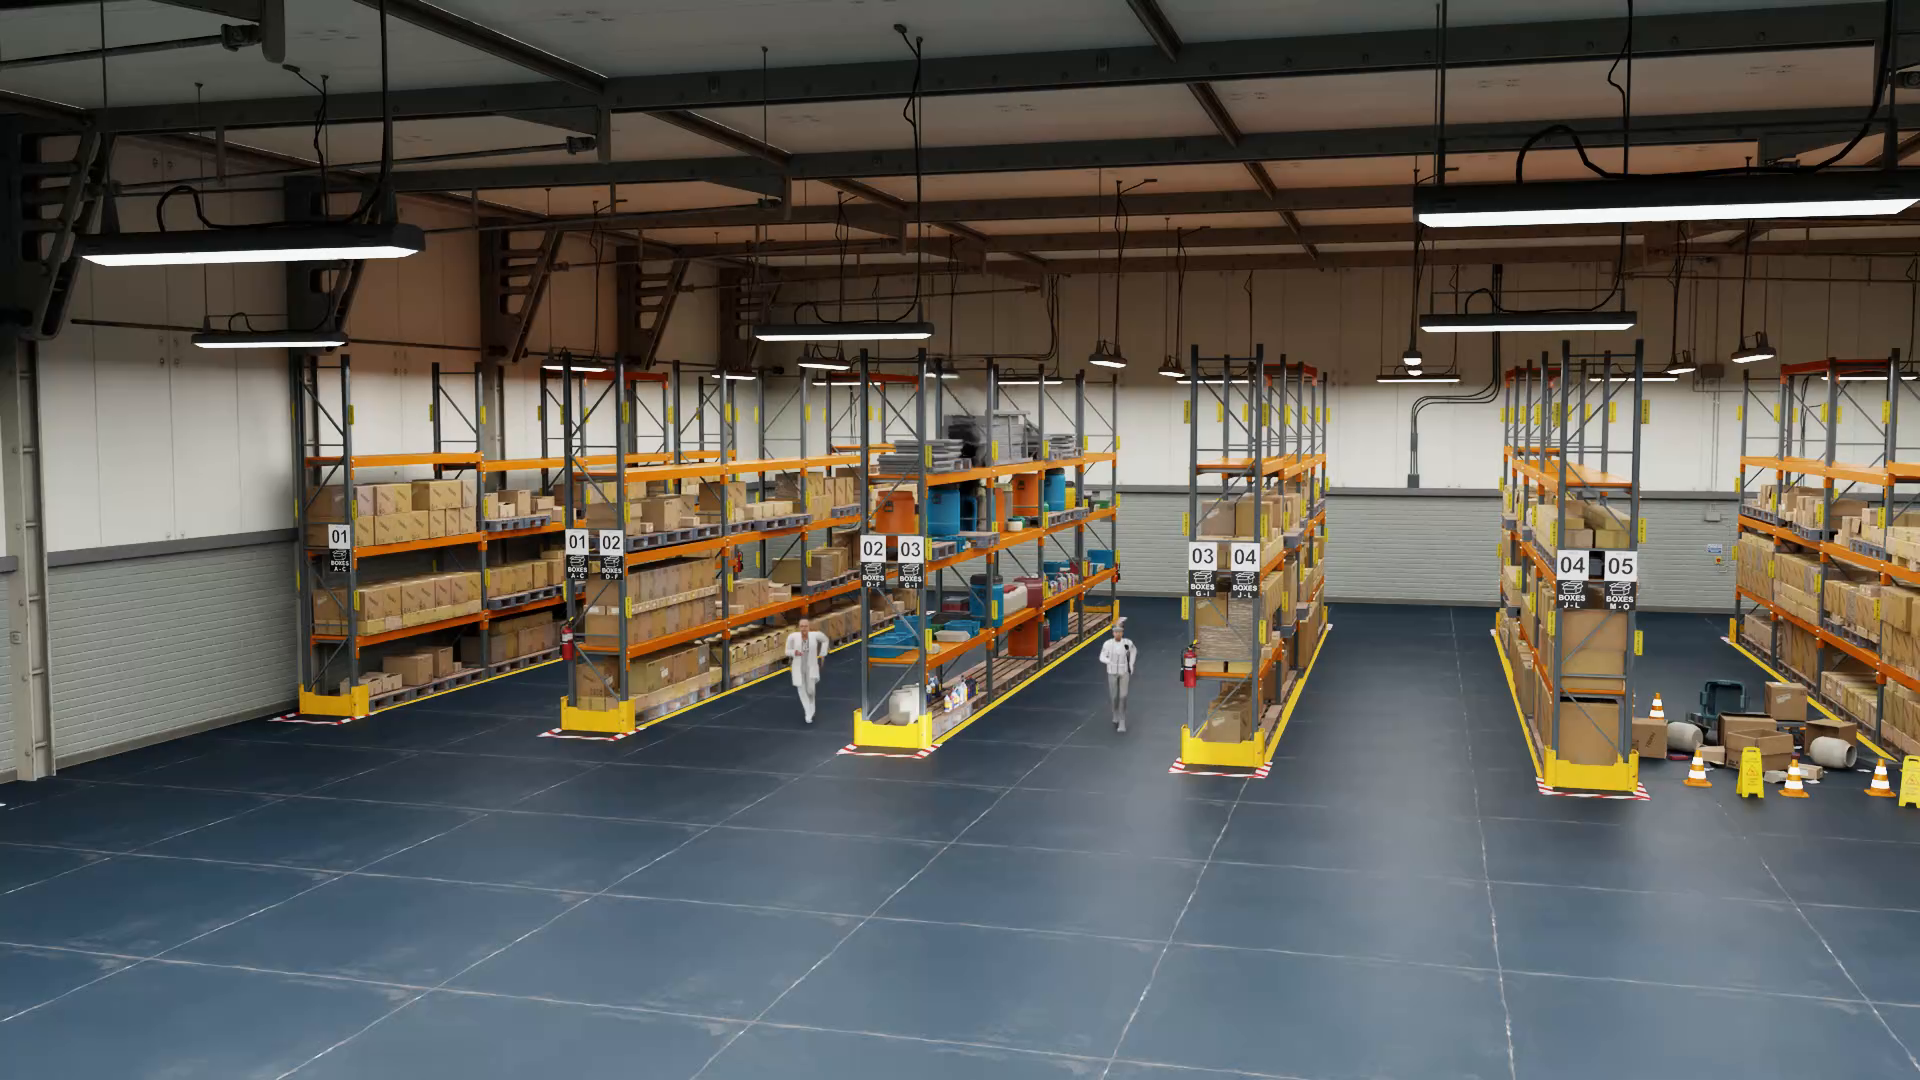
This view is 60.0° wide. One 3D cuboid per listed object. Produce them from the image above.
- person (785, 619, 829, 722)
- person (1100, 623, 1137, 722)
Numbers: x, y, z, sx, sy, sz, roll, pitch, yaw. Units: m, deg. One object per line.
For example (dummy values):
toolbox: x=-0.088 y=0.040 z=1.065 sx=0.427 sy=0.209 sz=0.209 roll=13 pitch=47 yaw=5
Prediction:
person: x=-2.490 y=2.170 z=27.007 sx=0.687 sy=1.626 sz=0.828 roll=0 pitch=4 yaw=0
person: x=2.523 y=2.099 z=26.586 sx=0.562 sy=1.587 sz=0.813 roll=1 pitch=4 yaw=11
